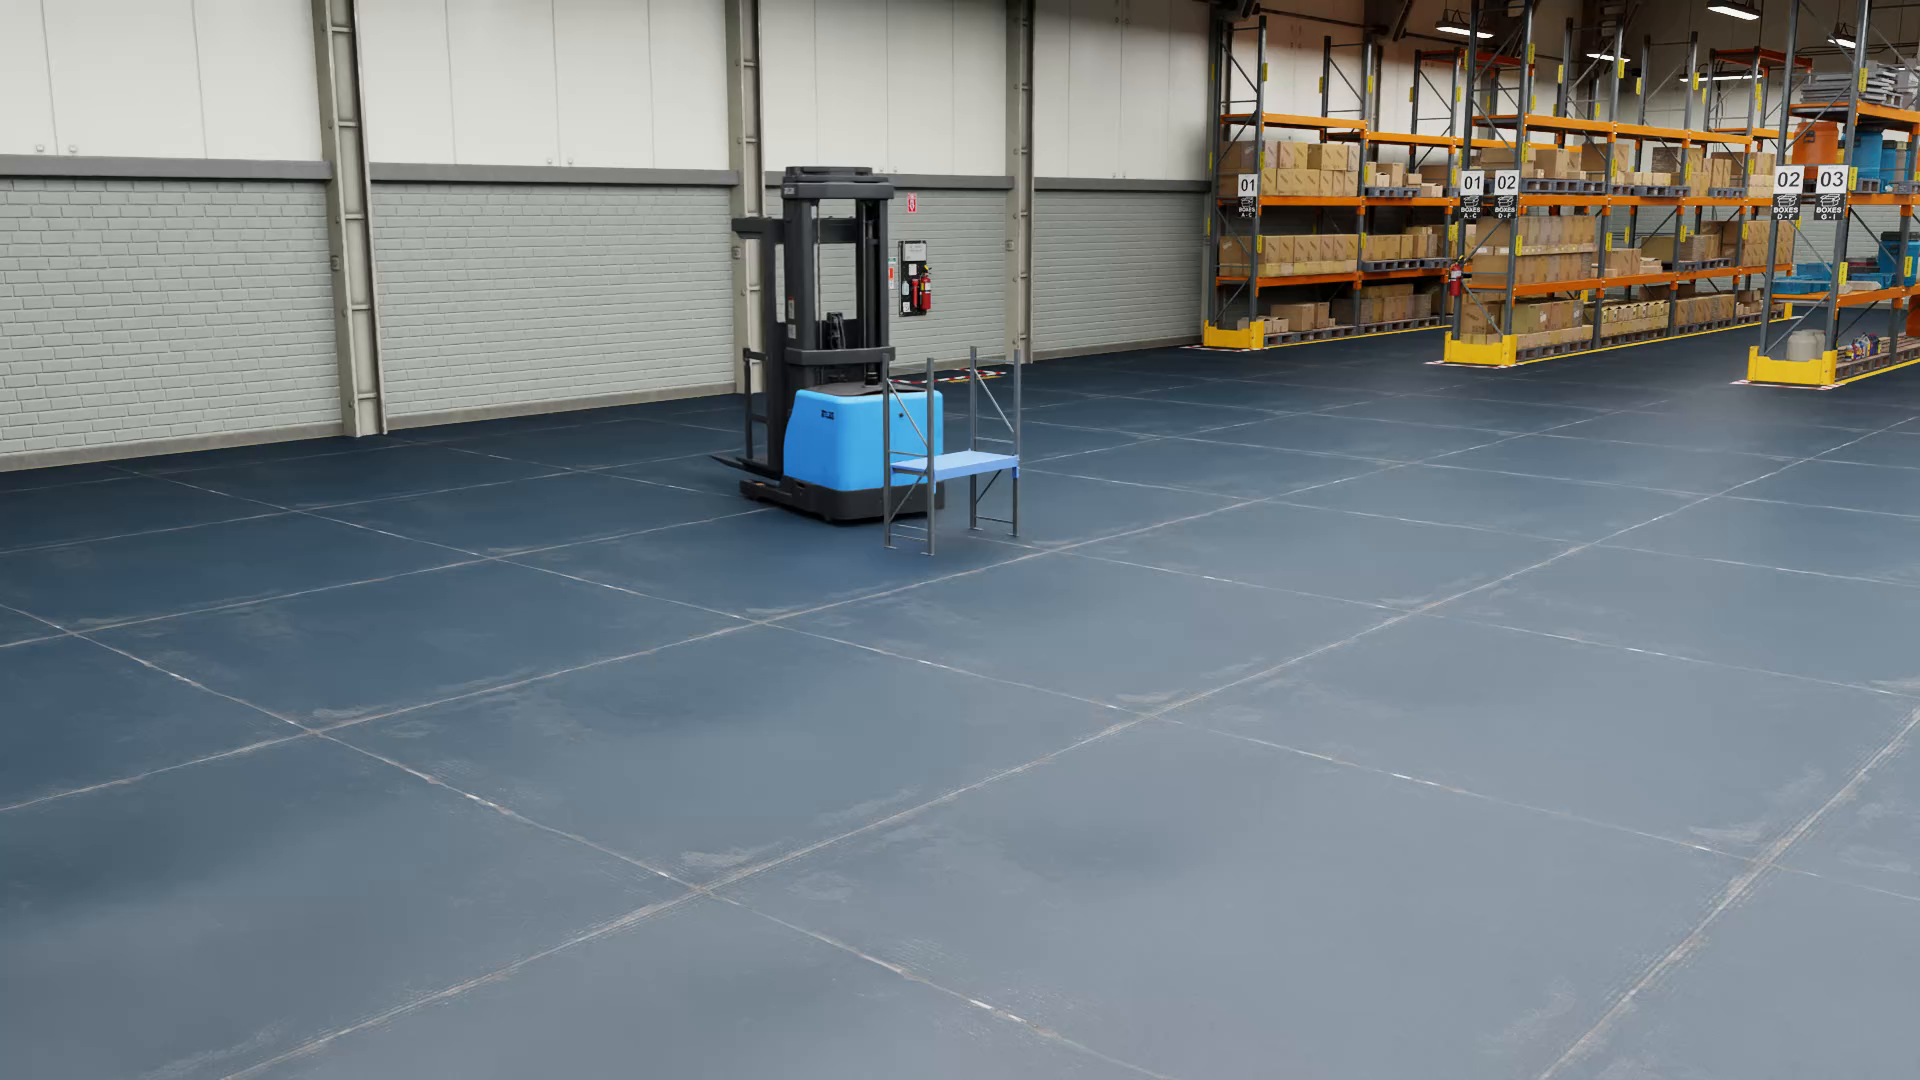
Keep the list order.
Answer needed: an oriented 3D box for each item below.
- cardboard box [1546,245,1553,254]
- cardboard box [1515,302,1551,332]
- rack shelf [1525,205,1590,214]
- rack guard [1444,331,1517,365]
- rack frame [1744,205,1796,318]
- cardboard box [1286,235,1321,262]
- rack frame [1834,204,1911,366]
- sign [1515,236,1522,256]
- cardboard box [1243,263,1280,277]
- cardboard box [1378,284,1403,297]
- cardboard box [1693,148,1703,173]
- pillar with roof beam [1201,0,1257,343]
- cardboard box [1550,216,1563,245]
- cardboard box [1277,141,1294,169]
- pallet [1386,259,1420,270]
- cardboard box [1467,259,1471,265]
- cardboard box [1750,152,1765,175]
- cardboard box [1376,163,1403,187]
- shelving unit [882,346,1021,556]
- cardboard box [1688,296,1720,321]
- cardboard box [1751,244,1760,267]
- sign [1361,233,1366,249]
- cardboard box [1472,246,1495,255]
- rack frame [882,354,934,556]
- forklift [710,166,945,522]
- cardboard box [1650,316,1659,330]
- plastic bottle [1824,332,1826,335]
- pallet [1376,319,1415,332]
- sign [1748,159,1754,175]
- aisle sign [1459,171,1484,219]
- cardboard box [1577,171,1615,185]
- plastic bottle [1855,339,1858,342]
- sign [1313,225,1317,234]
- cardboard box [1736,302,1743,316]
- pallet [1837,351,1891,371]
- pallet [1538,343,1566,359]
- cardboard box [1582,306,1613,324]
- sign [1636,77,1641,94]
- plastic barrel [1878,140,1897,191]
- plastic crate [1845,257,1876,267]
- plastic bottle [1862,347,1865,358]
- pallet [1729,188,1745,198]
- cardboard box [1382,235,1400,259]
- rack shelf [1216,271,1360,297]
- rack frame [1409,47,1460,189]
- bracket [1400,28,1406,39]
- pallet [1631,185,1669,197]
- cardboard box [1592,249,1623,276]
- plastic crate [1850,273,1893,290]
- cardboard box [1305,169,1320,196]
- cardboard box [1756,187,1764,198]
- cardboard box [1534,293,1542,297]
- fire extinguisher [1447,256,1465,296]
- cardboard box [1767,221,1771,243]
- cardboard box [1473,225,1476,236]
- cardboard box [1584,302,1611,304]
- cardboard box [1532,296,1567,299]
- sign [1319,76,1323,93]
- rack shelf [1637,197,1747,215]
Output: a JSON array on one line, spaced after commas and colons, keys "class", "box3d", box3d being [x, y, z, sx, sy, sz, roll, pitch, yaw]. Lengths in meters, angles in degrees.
[{"class": "cardboard box", "box3d": [10.132, -5.083, 29.090, 0.380, 0.149, 0.250, 10, 15, 40]}, {"class": "cardboard box", "box3d": [10.033, -3.921, 29.215, 0.500, 0.500, 0.500, 10, 15, 40]}, {"class": "rack shelf", "box3d": [14.381, -8.314, 41.357, 1.077, 0.370, 4.000, 10, 15, 40]}, {"class": "rack guard", "box3d": [8.847, -3.267, 28.291, 1.175, 0.500, 0.348, 10, 15, 40]}, {"class": "rack frame", "box3d": [19.425, -6.850, 39.849, 1.000, 3.000, 0.127, 10, 15, 40]}, {"class": "cardboard box", "box3d": [6.692, -5.695, 32.486, 0.500, 0.500, 0.500, 10, 15, 42]}, {"class": "rack frame", "box3d": [15.222, -4.444, 27.801, 1.000, 3.000, 0.127, 10, 15, 40]}, {"class": "sign", "box3d": [9.276, -4.887, 27.607, 0.100, 0.325, 0.005, 10, 15, 40]}, {"class": "cardboard box", "box3d": [5.700, -5.103, 31.434, 0.500, 0.250, 0.500, 9, 15, 39]}, {"class": "cardboard box", "box3d": [9.225, -5.406, 35.963, 0.500, 0.250, 0.500, 10, 15, 40]}, {"class": "cardboard box", "box3d": [15.110, -7.897, 34.624, 0.500, 0.500, 0.500, 10, 15, 40]}, {"class": "pillar with roof beam", "box3d": [8.186, -7.736, 28.969, 9.100, 9.000, 0.548, 10, 15, 40]}, {"class": "cardboard box", "box3d": [10.221, -5.482, 29.433, 0.700, 0.500, 0.500, 10, 15, 40]}, {"class": "cardboard box", "box3d": [5.945, -7.249, 31.327, 0.500, 0.500, 0.500, 10, 15, 40]}, {"class": "pallet", "box3d": [9.144, -5.922, 35.694, 1.003, 0.211, 1.213, 10, 15, 40]}, {"class": "cardboard box", "box3d": [11.462, -6.374, 38.058, 0.380, 0.149, 0.250, 10, 15, 42]}, {"class": "cardboard box", "box3d": [17.513, -8.404, 37.161, 0.700, 0.500, 0.500, 10, 15, 40]}, {"class": "cardboard box", "box3d": [9.015, -7.702, 35.129, 0.500, 0.500, 0.500, 9, 14, 38]}, {"class": "shelving unit", "box3d": [-0.056, -0.723, 13.001, 0.538, 1.500, 1.048, 10, 15, 40]}, {"class": "cardboard box", "box3d": [16.010, -4.997, 35.828, 0.500, 0.500, 0.500, 10, 15, 41]}, {"class": "cardboard box", "box3d": [17.661, -6.426, 37.471, 0.500, 0.500, 0.500, 10, 15, 41]}, {"class": "sign", "box3d": [8.193, -6.080, 33.783, 0.100, 0.325, 0.005, 10, 15, 40]}, {"class": "cardboard box", "box3d": [8.972, -4.944, 28.395, 0.380, 0.149, 0.250, 9, 15, 39]}, {"class": "rack frame", "box3d": [-0.392, -0.648, 12.627, 0.500, 1.500, 0.032, 10, 15, 40]}, {"class": "forklift", "box3d": [-1.345, -1.830, 14.890, 1.130, 2.935, 3.031, -7, 13, -32]}, {"class": "cardboard box", "box3d": [13.642, -4.345, 33.257, 0.500, 0.250, 0.500, 10, 15, 40]}, {"class": "plastic bottle", "box3d": [14.377, -3.295, 27.691, 0.144, 0.351, 0.185, 10, 15, 42]}, {"class": "pallet", "box3d": [9.098, -4.652, 35.964, 1.003, 0.211, 1.213, 10, 15, 40]}, {"class": "sign", "box3d": [17.204, -8.108, 36.163, 0.100, 0.325, 0.005, 10, 15, 40]}, {"class": "aisle sign", "box3d": [8.599, -5.799, 27.951, 0.394, 0.787, 0.004, 10, 15, 40]}, {"class": "cardboard box", "box3d": [11.917, -6.777, 31.137, 0.500, 0.250, 0.500, -10, 15, -42]}, {"class": "plastic bottle", "box3d": [14.579, -3.129, 27.031, 0.061, 0.283, 0.133, 10, 15, 40]}, {"class": "sign", "box3d": [7.361, -6.364, 34.457, 0.100, 0.325, 0.005, 10, 15, 40]}, {"class": "cardboard box", "box3d": [17.224, -5.193, 37.292, 0.500, 0.311, 0.500, 10, 15, 40]}, {"class": "pallet", "box3d": [14.747, -2.983, 27.606, 1.003, 0.211, 1.213, 10, 15, 40]}, {"class": "pallet", "box3d": [10.142, -3.425, 29.822, 1.003, 0.211, 1.213, 10, 15, 40]}, {"class": "cardboard box", "box3d": [11.963, -4.246, 31.326, 0.500, 0.311, 0.500, 10, 15, 41]}, {"class": "sign", "box3d": [13.730, -9.181, 33.614, 0.100, 0.325, 0.005, 10, 15, 40]}, {"class": "plastic barrel", "box3d": [15.394, -6.263, 27.973, 0.600, 0.901, 0.708, 10, 15, 40]}, {"class": "plastic crate", "box3d": [15.312, -4.586, 28.349, 0.402, 0.464, 0.583, 10, 15, 40]}, {"class": "plastic bottle", "box3d": [14.506, -3.035, 26.770, 0.097, 0.201, 0.097, 0, 11, 0]}, {"class": "pallet", "box3d": [16.301, -7.554, 36.193, 1.213, 0.211, 1.003, 10, 15, 40]}, {"class": "cardboard box", "box3d": [8.927, -6.242, 35.426, 0.500, 0.500, 0.700, -10, 15, -40]}, {"class": "rack shelf", "box3d": [6.460, -5.077, 32.811, 1.077, 0.370, 4.000, 10, 15, 40]}, {"class": "rack frame", "box3d": [10.420, -9.255, 36.573, 1.000, 3.000, 0.127, 10, 15, 40]}, {"class": "bracket", "box3d": [9.453, -10.956, 35.898, 0.235, 0.232, 0.430, 10, 15, 40]}, {"class": "pallet", "box3d": [13.027, -6.775, 32.298, 1.003, 0.211, 1.213, 11, 16, 43]}, {"class": "cardboard box", "box3d": [12.370, -5.322, 31.943, 0.500, 0.500, 0.500, -11, 16, -43]}, {"class": "plastic crate", "box3d": [14.695, -4.173, 26.824, 0.499, 0.251, 0.616, 10, 15, 40]}, {"class": "cardboard box", "box3d": [6.607, -6.916, 32.212, 0.500, 0.500, 0.500, 11, 16, 44]}, {"class": "cardboard box", "box3d": [17.624, -7.772, 37.187, 0.500, 0.250, 0.500, 10, 15, 40]}, {"class": "cardboard box", "box3d": [13.966, -6.052, 41.163, 0.700, 0.500, 0.500, 10, 15, 40]}, {"class": "fire extinguisher", "box3d": [8.436, -4.501, 28.285, 0.296, 0.674, 0.183, 10, 15, 40]}, {"class": "cardboard box", "box3d": [18.327, -7.062, 38.100, 0.500, 0.500, 0.500, 10, 15, 42]}, {"class": "cardboard box", "box3d": [11.595, -7.072, 37.981, 0.500, 0.250, 0.500, 10, 15, 41]}, {"class": "cardboard box", "box3d": [12.560, -4.538, 32.788, 0.500, 0.311, 0.500, 10, 15, 40]}, {"class": "cardboard box", "box3d": [10.962, -4.282, 31.026, 0.500, 0.500, 0.500, 10, 15, 40]}, {"class": "sign", "box3d": [7.359, -9.273, 33.874, 0.100, 0.325, 0.005, 10, 15, 40]}, {"class": "rack shelf", "box3d": [15.464, -7.086, 35.206, 1.077, 0.370, 4.000, 10, 15, 40]}]
